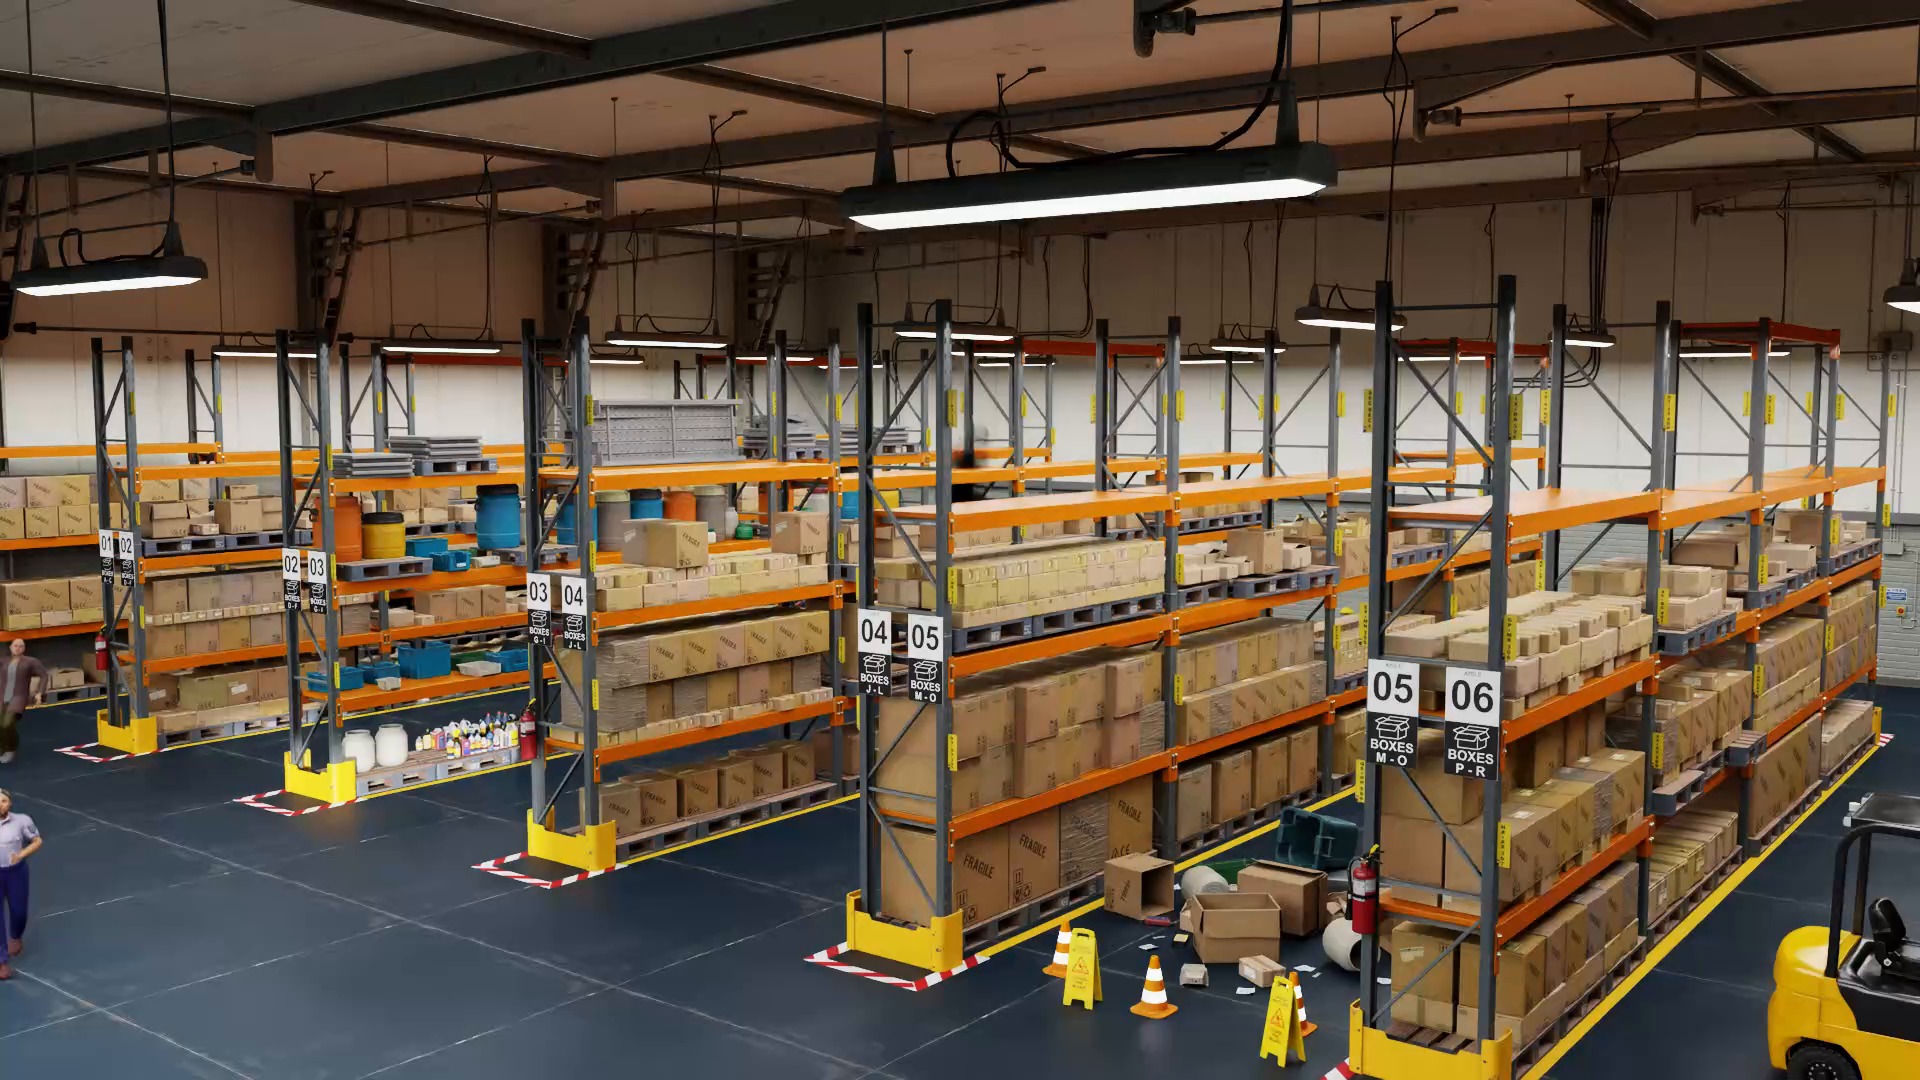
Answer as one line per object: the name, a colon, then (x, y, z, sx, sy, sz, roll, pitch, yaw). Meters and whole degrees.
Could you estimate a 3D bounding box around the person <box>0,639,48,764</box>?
person: (-13.346, 2.275, 23.424, 0.768, 1.743, 0.624, 0, 5, -4)

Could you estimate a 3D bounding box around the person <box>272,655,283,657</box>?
person: (-11.441, 1.867, 27.875, 0.642, 1.767, 0.647, 3, 6, 34)

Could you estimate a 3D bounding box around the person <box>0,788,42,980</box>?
person: (-8.600, 3.042, 14.966, 0.625, 1.638, 0.784, -3, 6, -31)

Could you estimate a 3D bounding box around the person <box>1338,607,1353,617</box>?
person: (6.353, 1.947, 27.163, 0.721, 1.717, 0.651, 5, 7, 44)
